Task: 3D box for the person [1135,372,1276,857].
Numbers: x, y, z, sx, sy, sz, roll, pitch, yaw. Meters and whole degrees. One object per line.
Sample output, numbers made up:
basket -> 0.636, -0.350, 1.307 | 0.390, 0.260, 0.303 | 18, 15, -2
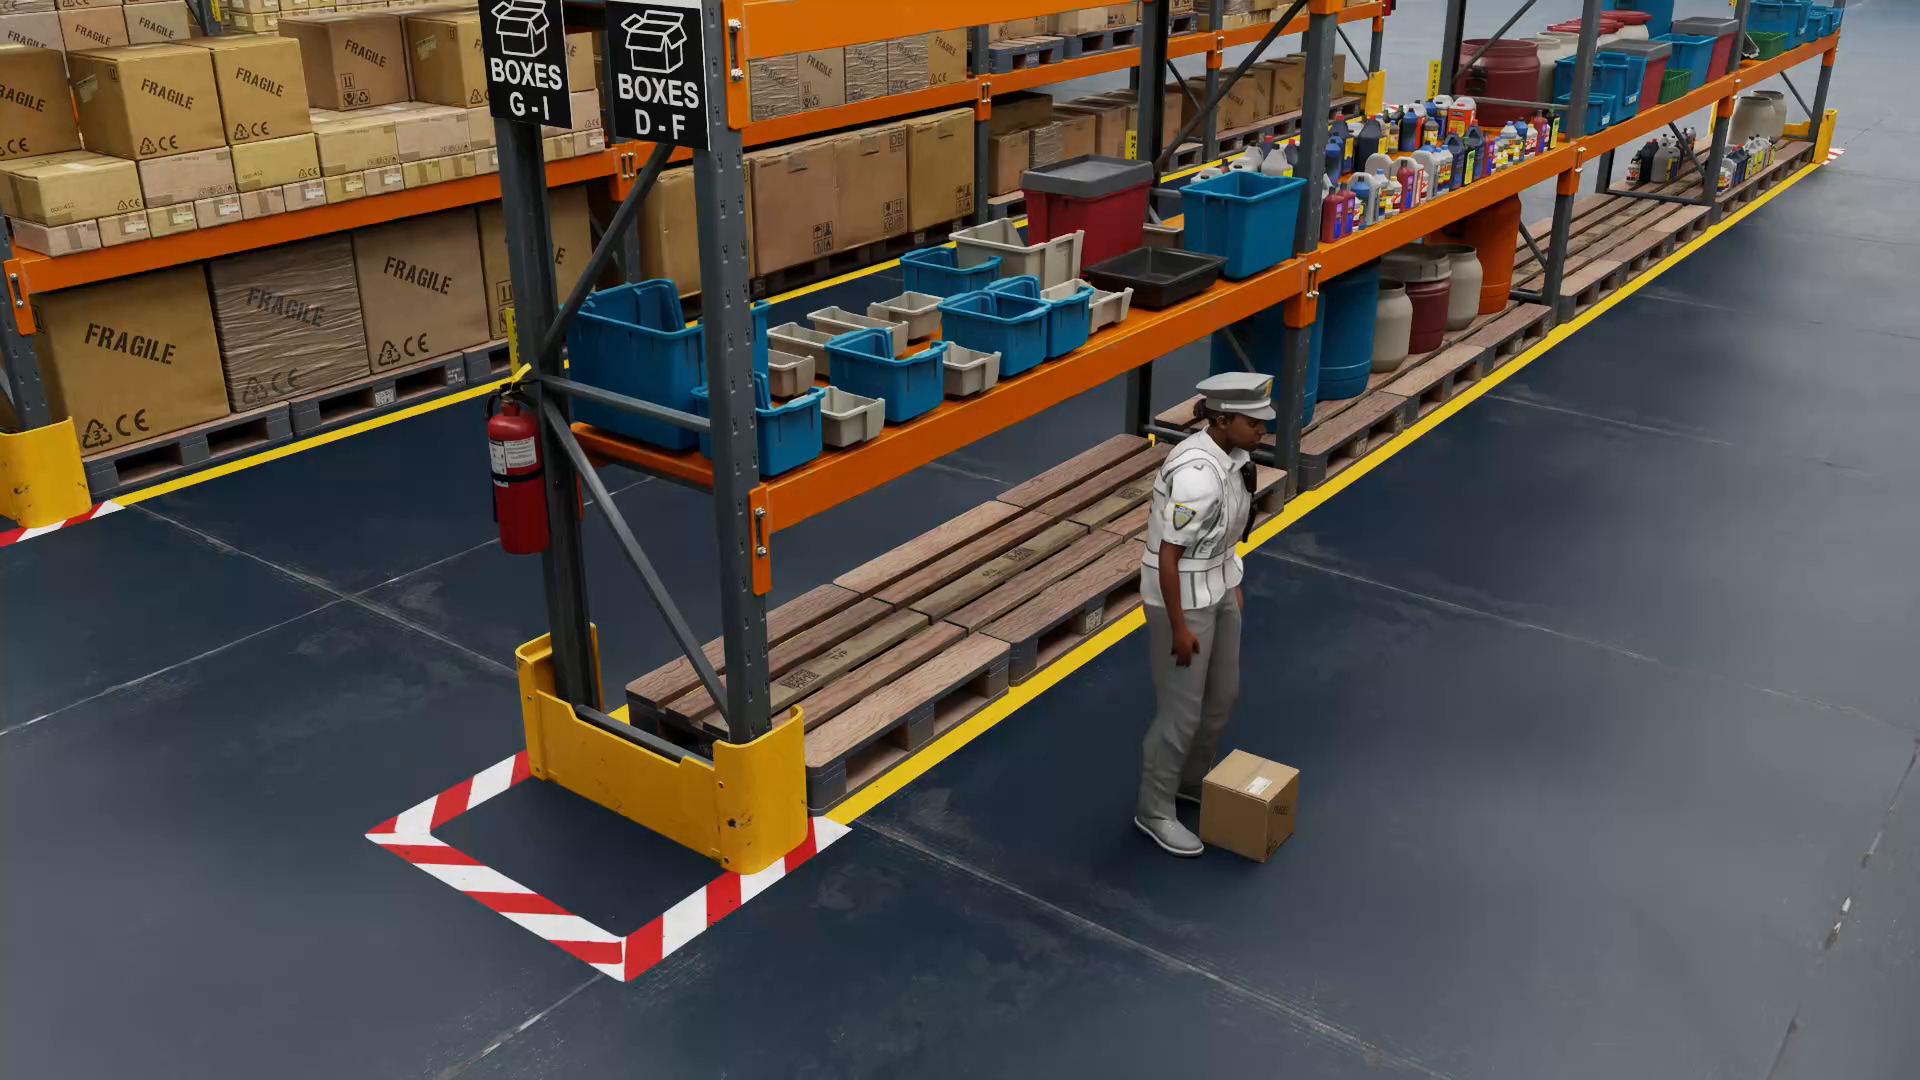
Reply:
person -> 0.818, 0.225, 5.656 | 0.393, 1.660, 0.532 | 15, 28, 31
